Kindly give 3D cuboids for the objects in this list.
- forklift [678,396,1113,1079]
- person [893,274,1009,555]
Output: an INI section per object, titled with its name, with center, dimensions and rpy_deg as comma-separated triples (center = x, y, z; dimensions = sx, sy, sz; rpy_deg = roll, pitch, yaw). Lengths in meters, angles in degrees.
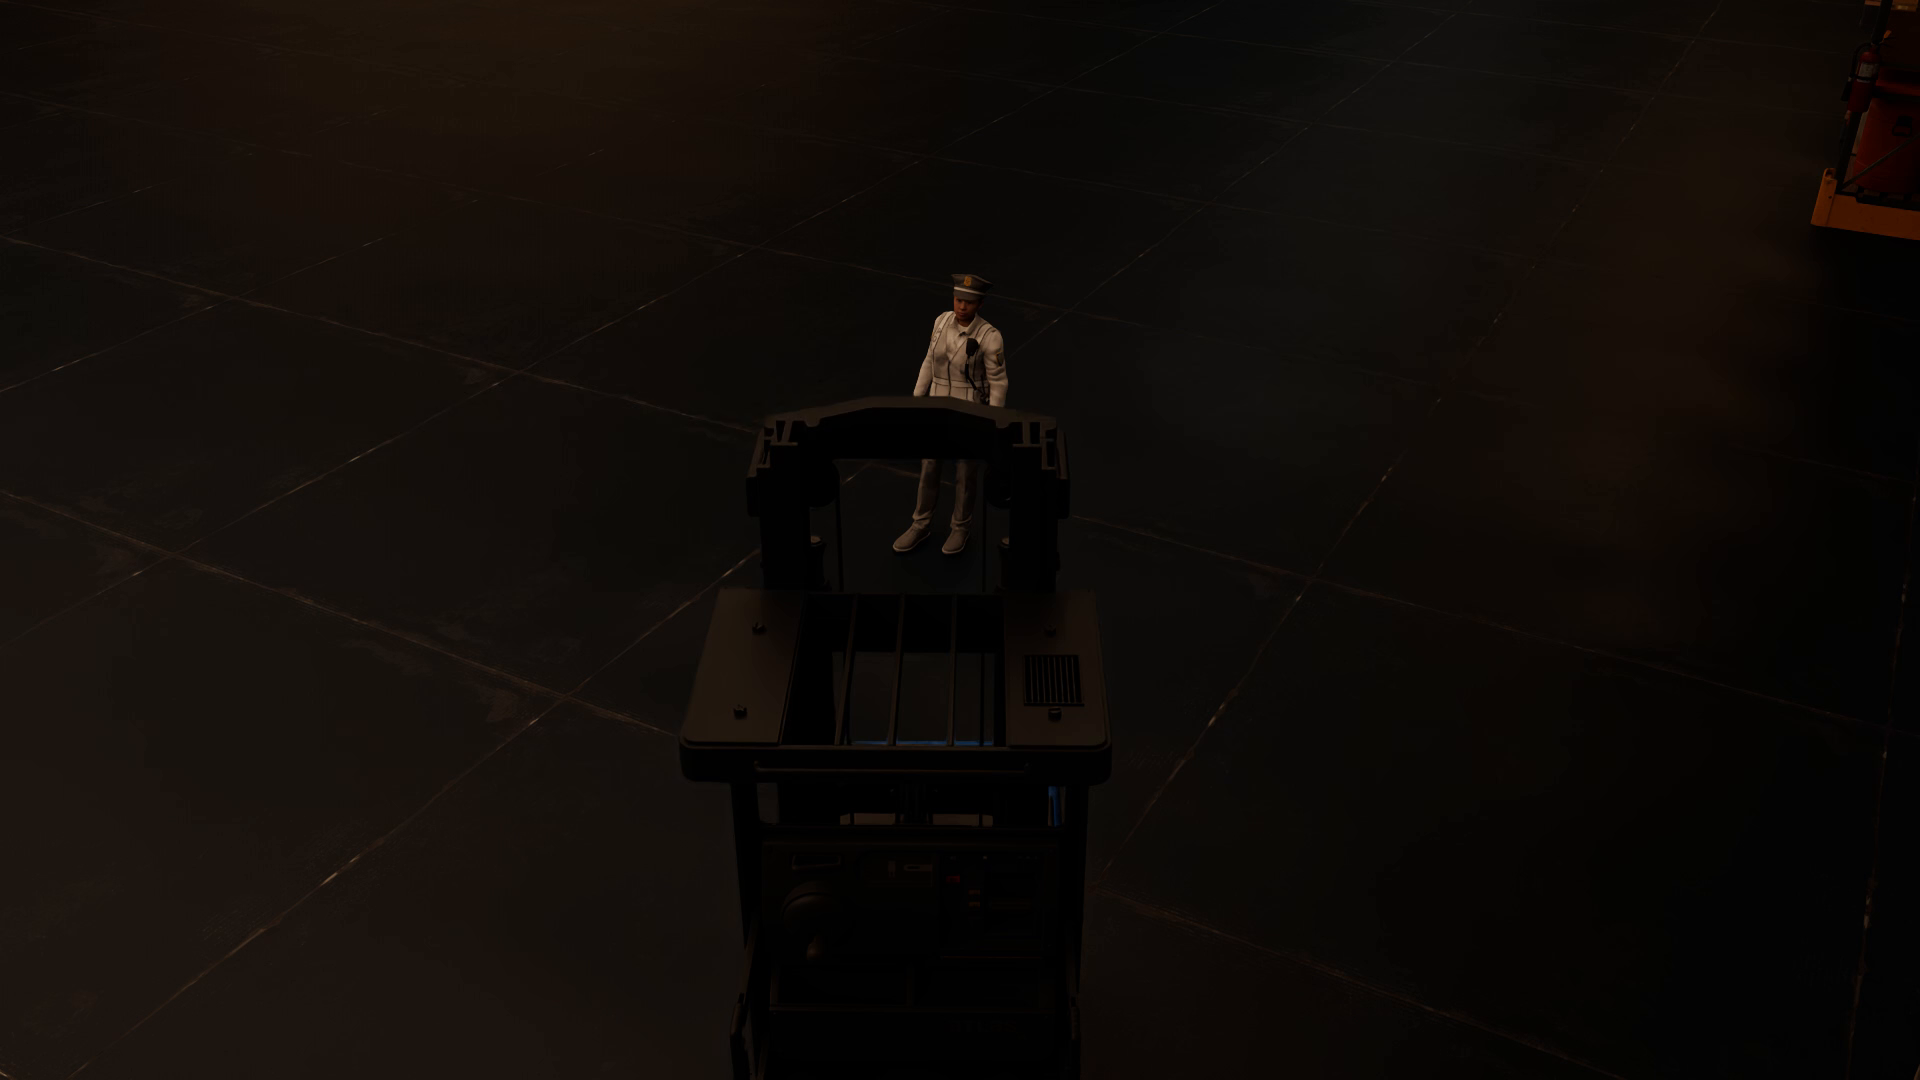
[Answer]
[forklift]
center = -0.156, 1.177, 5.031
dimensions = 1.130, 2.935, 3.031
rpy_deg = 0, 30, 1
[person]
center = -0.040, -0.712, 9.526
dimensions = 0.586, 1.694, 0.530
rpy_deg = 15, 33, 25
